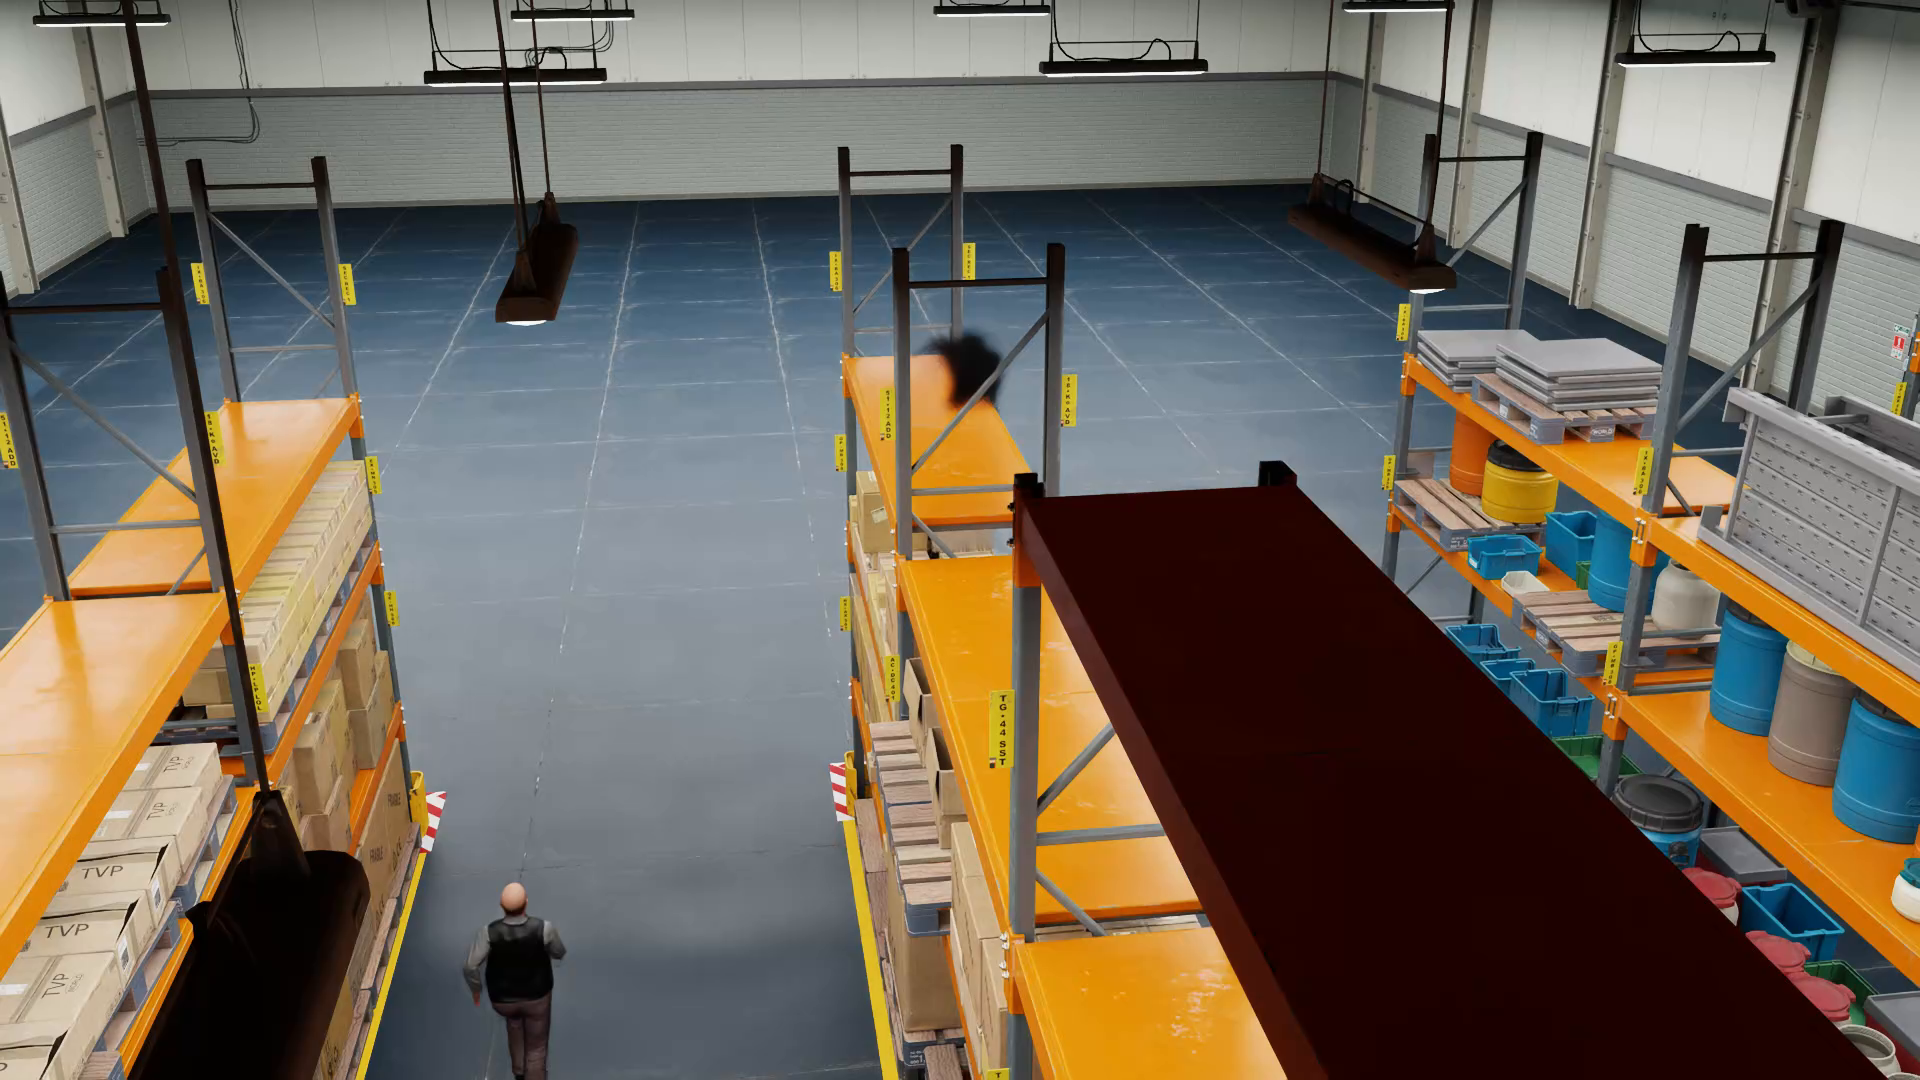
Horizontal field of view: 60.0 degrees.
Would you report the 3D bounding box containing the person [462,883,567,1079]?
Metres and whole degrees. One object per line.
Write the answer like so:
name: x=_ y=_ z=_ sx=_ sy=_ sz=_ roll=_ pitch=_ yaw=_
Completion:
person: x=-3.002 y=3.137 z=11.400 sx=0.633 sy=1.772 sz=0.831 roll=-2 pitch=22 yaw=-4
